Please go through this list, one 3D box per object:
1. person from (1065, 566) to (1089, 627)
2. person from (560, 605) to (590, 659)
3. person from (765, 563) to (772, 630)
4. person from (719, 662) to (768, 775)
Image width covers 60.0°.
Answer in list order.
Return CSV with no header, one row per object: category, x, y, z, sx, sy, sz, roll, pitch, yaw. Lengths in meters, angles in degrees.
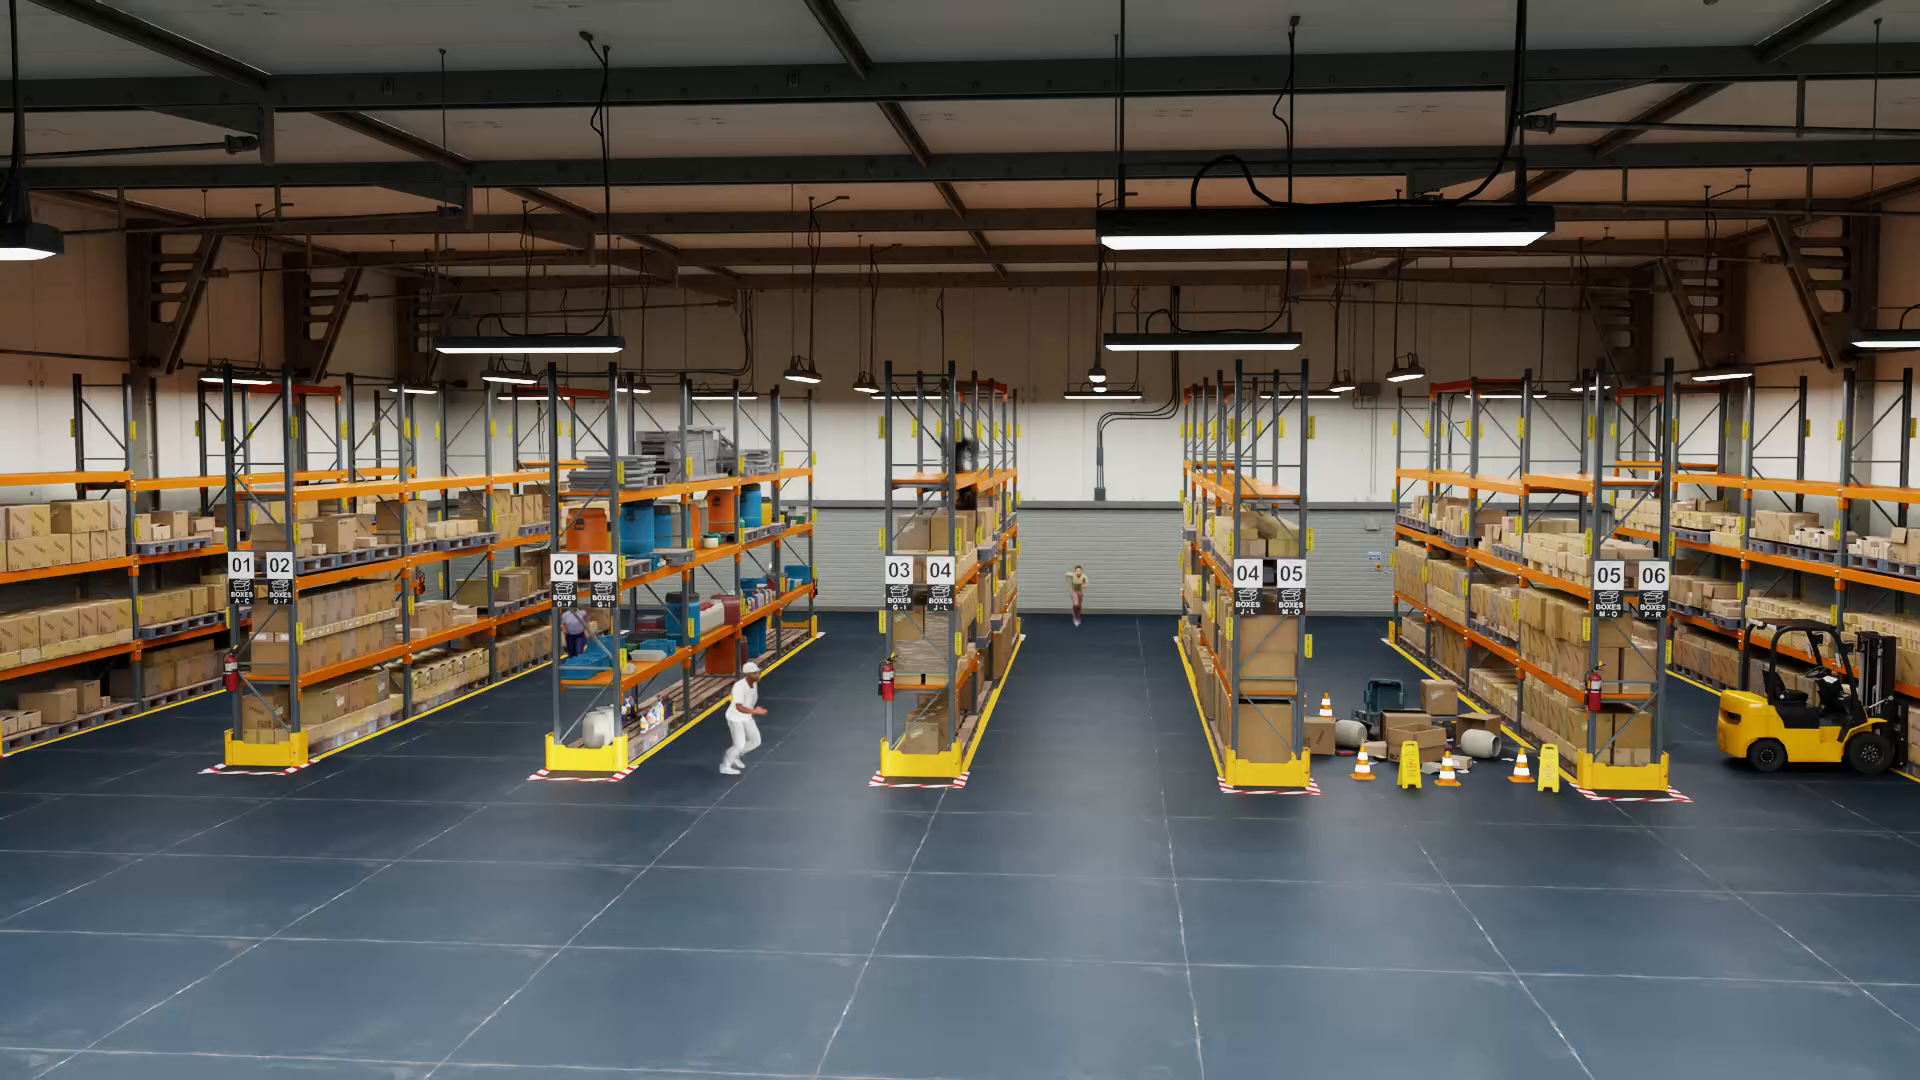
person,2.995,1.430,42.762,0.611,1.605,0.945,0,4,-3
person,-7.715,1.998,33.327,0.563,1.658,0.931,0,4,-2
person,-4.743,1.411,41.802,0.549,1.698,0.674,2,4,26
person,-3.124,2.591,24.143,0.809,1.659,0.718,1,4,20
